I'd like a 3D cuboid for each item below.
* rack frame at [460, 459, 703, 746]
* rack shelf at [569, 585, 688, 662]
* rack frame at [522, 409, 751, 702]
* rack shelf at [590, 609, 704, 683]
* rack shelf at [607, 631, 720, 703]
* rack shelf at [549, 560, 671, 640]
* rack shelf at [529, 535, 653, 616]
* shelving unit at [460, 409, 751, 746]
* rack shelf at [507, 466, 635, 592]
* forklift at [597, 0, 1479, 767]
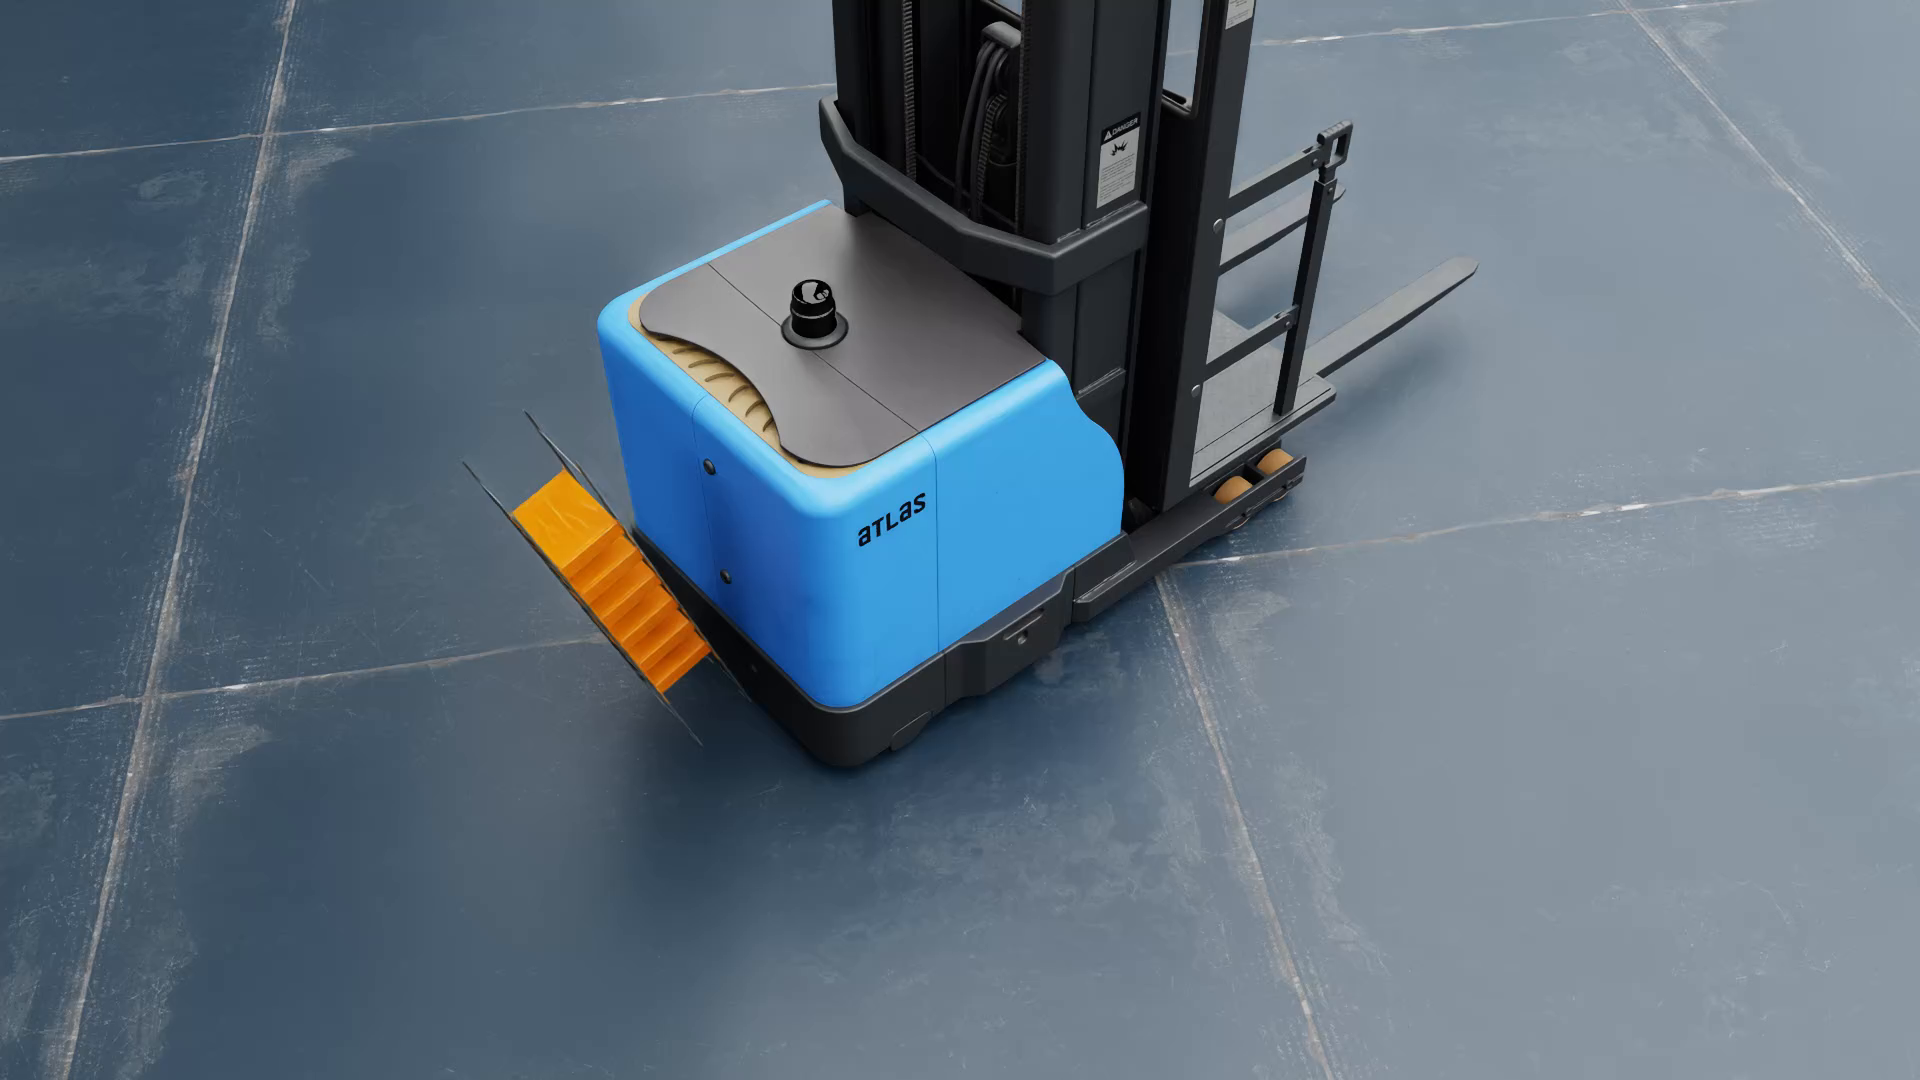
[{"bbox_3d":[-0.939,0.197,4.260,0.006,1.200,0.240,-42,57,-13],"label":"rack frame"},{"bbox_3d":[-0.862,0.161,4.317,0.180,0.103,0.258,-42,57,-13],"label":"rack shelf"},{"bbox_3d":[-0.806,0.078,4.300,0.006,1.200,0.240,-42,57,-13],"label":"rack frame"},{"bbox_3d":[-0.835,0.224,4.415,0.180,0.103,0.258,-42,57,-13],"label":"rack shelf"},{"bbox_3d":[-0.809,0.288,4.513,0.180,0.103,0.258,-42,57,-13],"label":"rack shelf"},{"bbox_3d":[-0.889,0.098,4.218,0.180,0.103,0.258,-42,57,-13],"label":"rack shelf"},{"bbox_3d":[-0.916,0.035,4.120,0.180,0.103,0.258,-42,57,-13],"label":"rack shelf"},{"bbox_3d":[-0.872,0.138,4.280,0.189,1.200,0.258,-42,57,-13],"label":"shelving unit"},{"bbox_3d":[-0.942,-0.028,4.021,0.180,0.103,0.258,-42,57,-13],"label":"rack shelf"},{"bbox_3d":[0.475,-1.312,4.479,3.031,2.935,1.130,-32,54,-27],"label":"forklift"}]
